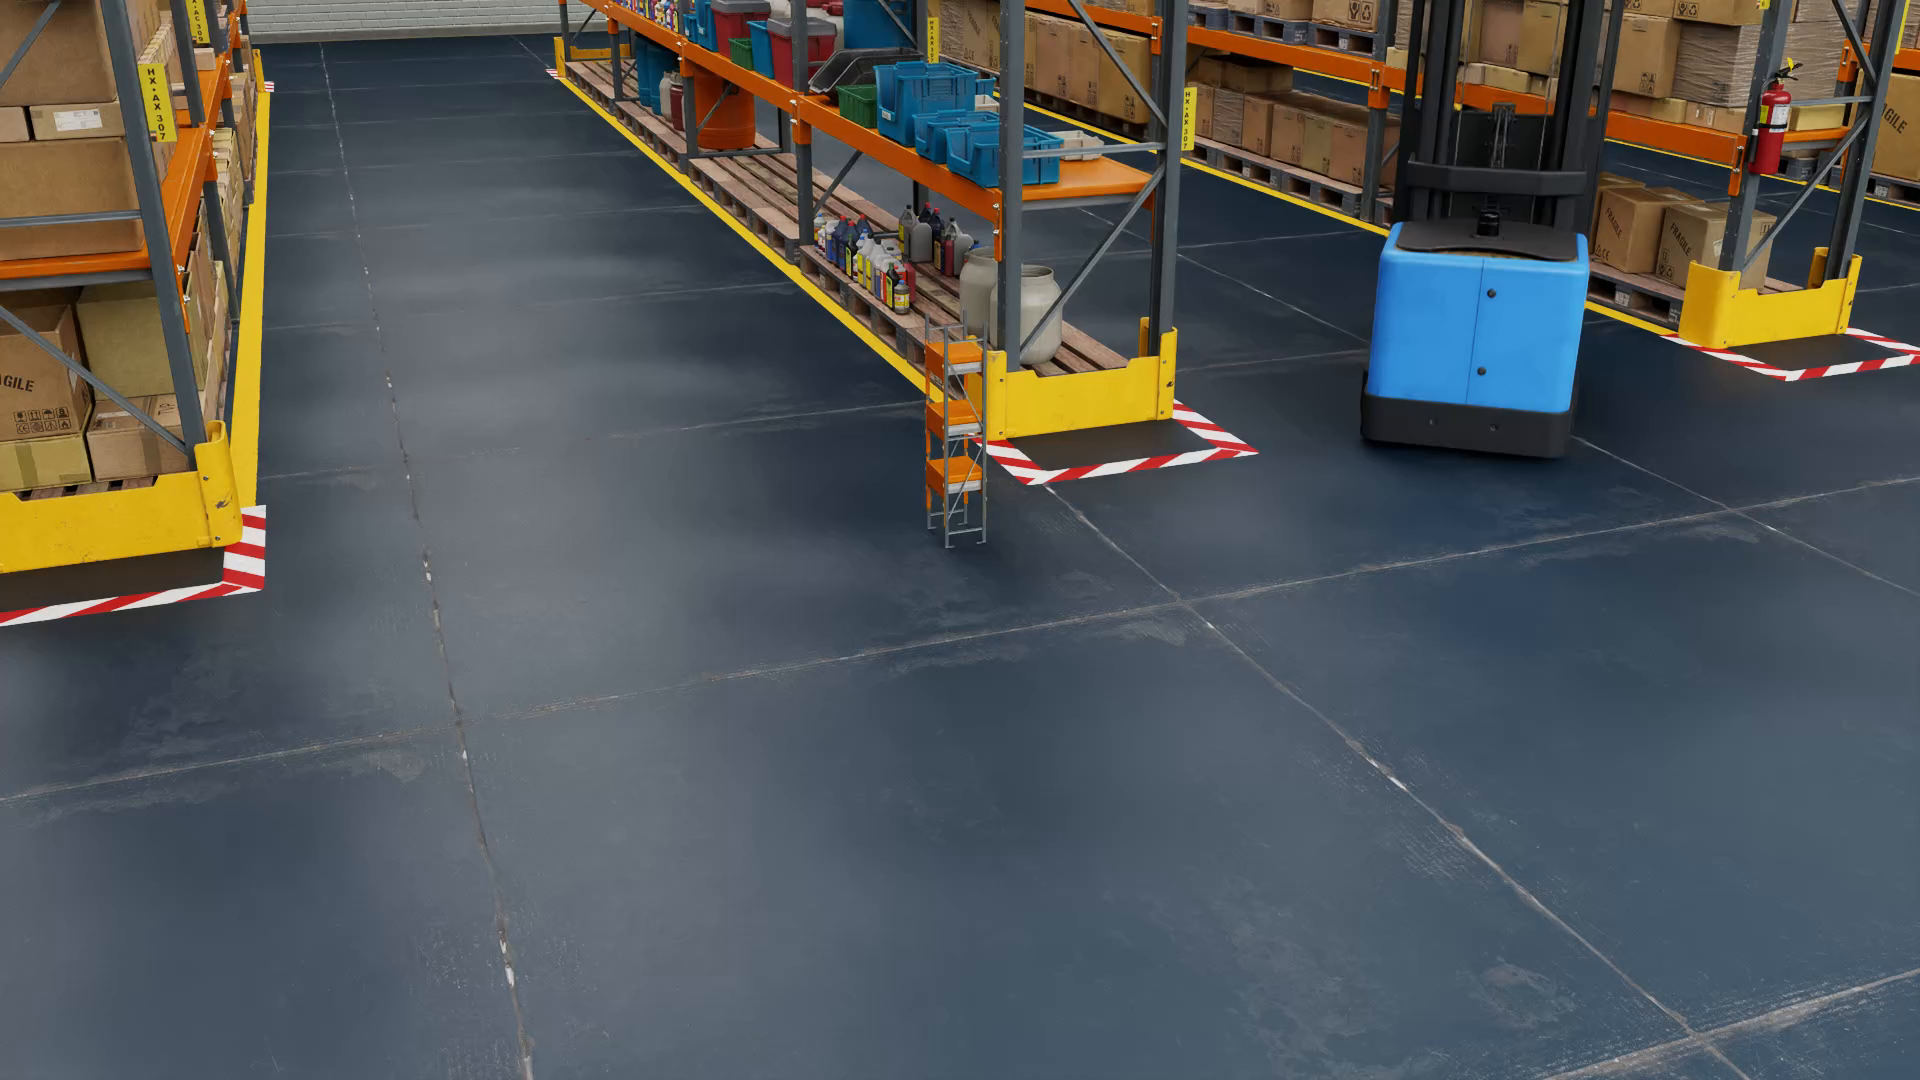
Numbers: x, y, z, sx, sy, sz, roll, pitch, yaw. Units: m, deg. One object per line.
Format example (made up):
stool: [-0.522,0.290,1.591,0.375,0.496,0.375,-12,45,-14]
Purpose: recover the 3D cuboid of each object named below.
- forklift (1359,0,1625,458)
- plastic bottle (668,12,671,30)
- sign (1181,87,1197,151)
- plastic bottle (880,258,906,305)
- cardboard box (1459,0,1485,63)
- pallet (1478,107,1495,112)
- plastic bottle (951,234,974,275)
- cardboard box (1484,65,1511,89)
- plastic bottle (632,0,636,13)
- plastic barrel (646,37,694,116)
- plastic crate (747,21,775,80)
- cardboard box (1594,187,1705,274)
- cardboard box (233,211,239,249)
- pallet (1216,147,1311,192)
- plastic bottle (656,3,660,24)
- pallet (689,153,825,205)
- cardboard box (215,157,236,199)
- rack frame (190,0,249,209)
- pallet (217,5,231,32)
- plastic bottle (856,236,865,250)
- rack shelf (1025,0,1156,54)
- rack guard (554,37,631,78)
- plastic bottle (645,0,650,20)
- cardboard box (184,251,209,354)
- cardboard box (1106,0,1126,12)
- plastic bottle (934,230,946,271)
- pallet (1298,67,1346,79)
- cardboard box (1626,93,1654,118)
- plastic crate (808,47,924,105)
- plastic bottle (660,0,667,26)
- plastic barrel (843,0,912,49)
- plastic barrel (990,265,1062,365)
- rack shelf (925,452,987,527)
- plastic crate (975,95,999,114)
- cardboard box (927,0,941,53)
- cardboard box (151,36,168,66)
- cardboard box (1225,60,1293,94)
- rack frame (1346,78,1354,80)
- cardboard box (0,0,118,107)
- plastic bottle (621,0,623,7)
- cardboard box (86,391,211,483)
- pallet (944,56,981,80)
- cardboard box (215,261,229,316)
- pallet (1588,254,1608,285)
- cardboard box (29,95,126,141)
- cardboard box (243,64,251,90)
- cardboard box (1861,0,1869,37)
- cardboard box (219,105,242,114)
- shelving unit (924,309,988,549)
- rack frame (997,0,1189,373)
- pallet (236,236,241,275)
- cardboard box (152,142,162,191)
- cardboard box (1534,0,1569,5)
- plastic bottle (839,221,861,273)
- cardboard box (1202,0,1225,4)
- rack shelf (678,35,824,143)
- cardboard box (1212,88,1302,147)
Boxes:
forklift: [3.084,-2.318,9.475,1.130,2.935,3.031,7,24,17]
plastic bottle: [-2.785,-5.066,16.164,0.097,0.201,0.097,0,23,0]
sign: [1.204,-2.236,8.836,0.100,0.325,0.005,-8,24,-19]
plastic bottle: [-0.434,-1.684,10.825,0.152,0.276,0.135,-8,24,-19]
cardboard box: [4.153,-3.992,12.847,0.875,0.500,0.500,-8,24,-19]
pallet: [6.897,-5.264,19.967,1.003,0.211,1.213,-8,24,-19]
plastic bottle: [0.008,-1.994,11.560,0.152,0.276,0.135,-8,24,-18]
cardboard box: [4.168,-3.481,12.471,0.380,0.149,0.250,-8,24,-19]
plastic bottle: [-3.417,-5.780,17.762,0.152,0.276,0.135,-8,24,-19]
plastic barrel: [-3.125,-5.164,18.300,0.600,0.901,0.708,-8,24,-19]
plastic crate: [-1.406,-3.838,13.015,0.392,0.384,0.575,-8,24,-19]
cardboard box: [4.874,-2.197,11.779,0.500,0.500,0.500,-2,23,-5]
cardboard box: [-5.636,-2.290,12.321,0.500,0.250,0.500,-9,25,-21]
pallet: [3.197,-3.609,16.041,1.003,0.211,1.213,-8,24,-19]
plastic bottle: [-2.992,-5.278,16.667,0.097,0.201,0.097,0,23,0]
pallet: [-1.901,-3.369,15.472,1.003,0.211,1.213,-8,24,-19]
cardboard box: [-5.817,-2.737,12.659,0.500,0.311,0.500,-8,24,-18]
rack frame: [-6.773,-4.263,14.002,1.000,3.000,0.127,-8,24,-19]
pallet: [-7.465,-4.880,15.714,1.003,0.211,1.213,-8,24,-19]
plastic bottle: [-0.674,-1.966,11.499,0.097,0.271,0.097,0,23,0]
rack shelf: [1.789,-6.016,19.087,1.077,0.370,4.000,-8,24,-19]
rack guard: [-4.985,-6.703,23.010,1.175,0.500,0.348,-8,24,-19]
plastic bottle: [-3.196,-5.507,17.103,0.061,0.283,0.133,-8,24,-19]
cardboard box: [-4.296,-1.215,8.804,0.500,0.500,0.500,-8,24,-19]
cardboard box: [1.919,-5.994,17.980,0.500,0.500,0.500,-9,24,-19]
plastic bottle: [-0.133,-2.034,11.644,0.061,0.283,0.133,-8,24,-19]
pallet: [5.488,-6.672,23.308,1.003,0.211,1.213,-8,24,-19]
cardboard box: [4.730,-2.941,11.189,0.380,0.149,0.250,-8,24,-19]
plastic crate: [-0.659,-3.251,11.682,0.767,0.338,0.504,-8,24,-19]
plastic bottle: [-2.923,-5.240,16.486,0.097,0.271,0.097,0,23,0]
plastic barrel: [-0.578,-3.901,12.497,0.600,0.901,0.708,-8,24,-19]
plastic barrel: [0.384,-1.310,9.658,0.421,0.512,0.421,0,23,0]
rack shelf: [-0.019,-0.237,7.704,0.215,0.259,0.240,-8,24,-19]
plastic crate: [0.086,-2.811,10.896,0.530,0.136,0.437,-8,24,-19]
cardboard box: [-0.030,-7.520,23.925,0.875,0.875,0.875,-8,24,-19]
cardboard box: [-4.790,-2.805,9.578,0.380,0.149,0.250,-8,24,-19]
cardboard box: [2.957,-4.586,16.456,0.500,0.250,0.500,-6,23,-13]
rack frame: [5.758,-7.718,22.199,1.000,3.000,0.127,-8,24,-19]
cardboard box: [-4.119,-2.190,7.286,0.700,0.500,0.500,-8,24,-19]
plastic bottle: [-3.716,-6.023,18.434,0.097,0.201,0.097,0,23,0]
cardboard box: [-3.929,-0.508,8.092,0.500,0.250,0.500,-8,24,-19]
pallet: [0.452,-6.520,22.948,1.003,0.211,1.213,-8,24,-19]
cardboard box: [-4.992,-1.597,10.677,0.500,0.250,0.500,-8,24,-19]
pallet: [4.614,-2.199,12.696,1.003,0.211,1.213,-8,24,-19]
cardboard box: [-3.884,-1.873,7.368,0.380,0.149,0.250,-9,24,-19]
cardboard box: [-8.869,-5.592,20.130,0.500,0.250,0.500,-8,24,-19]
cardboard box: [8.150,-5.010,15.646,0.500,0.500,0.500,-8,24,-19]
cardboard box: [-6.857,-3.708,15.337,0.500,0.500,0.500,-9,25,-21]
shelving unit: [-0.019,-0.503,7.592,0.215,1.050,0.252,-8,24,-19]
rack frame: [0.688,-2.034,8.714,1.000,3.000,0.127,-8,24,-19]
pallet: [-6.092,-2.231,12.771,1.003,0.211,1.213,-8,24,-19]
cardboard box: [-4.460,-1.945,8.373,0.700,0.500,0.500,-8,24,-19]
cardboard box: [4.371,-4.069,11.744,0.500,0.500,0.500,-8,24,-19]
plastic bottle: [-0.761,-2.051,11.598,0.144,0.351,0.185,-9,25,-21]
cardboard box: [2.724,-5.669,16.670,0.500,0.500,0.500,-12,25,-25]
rack shelf: [-1.431,-3.883,14.026,1.077,0.370,4.000,-8,24,-19]
cardboard box: [2.959,-4.231,16.578,0.700,0.500,0.500,-10,25,-23]
